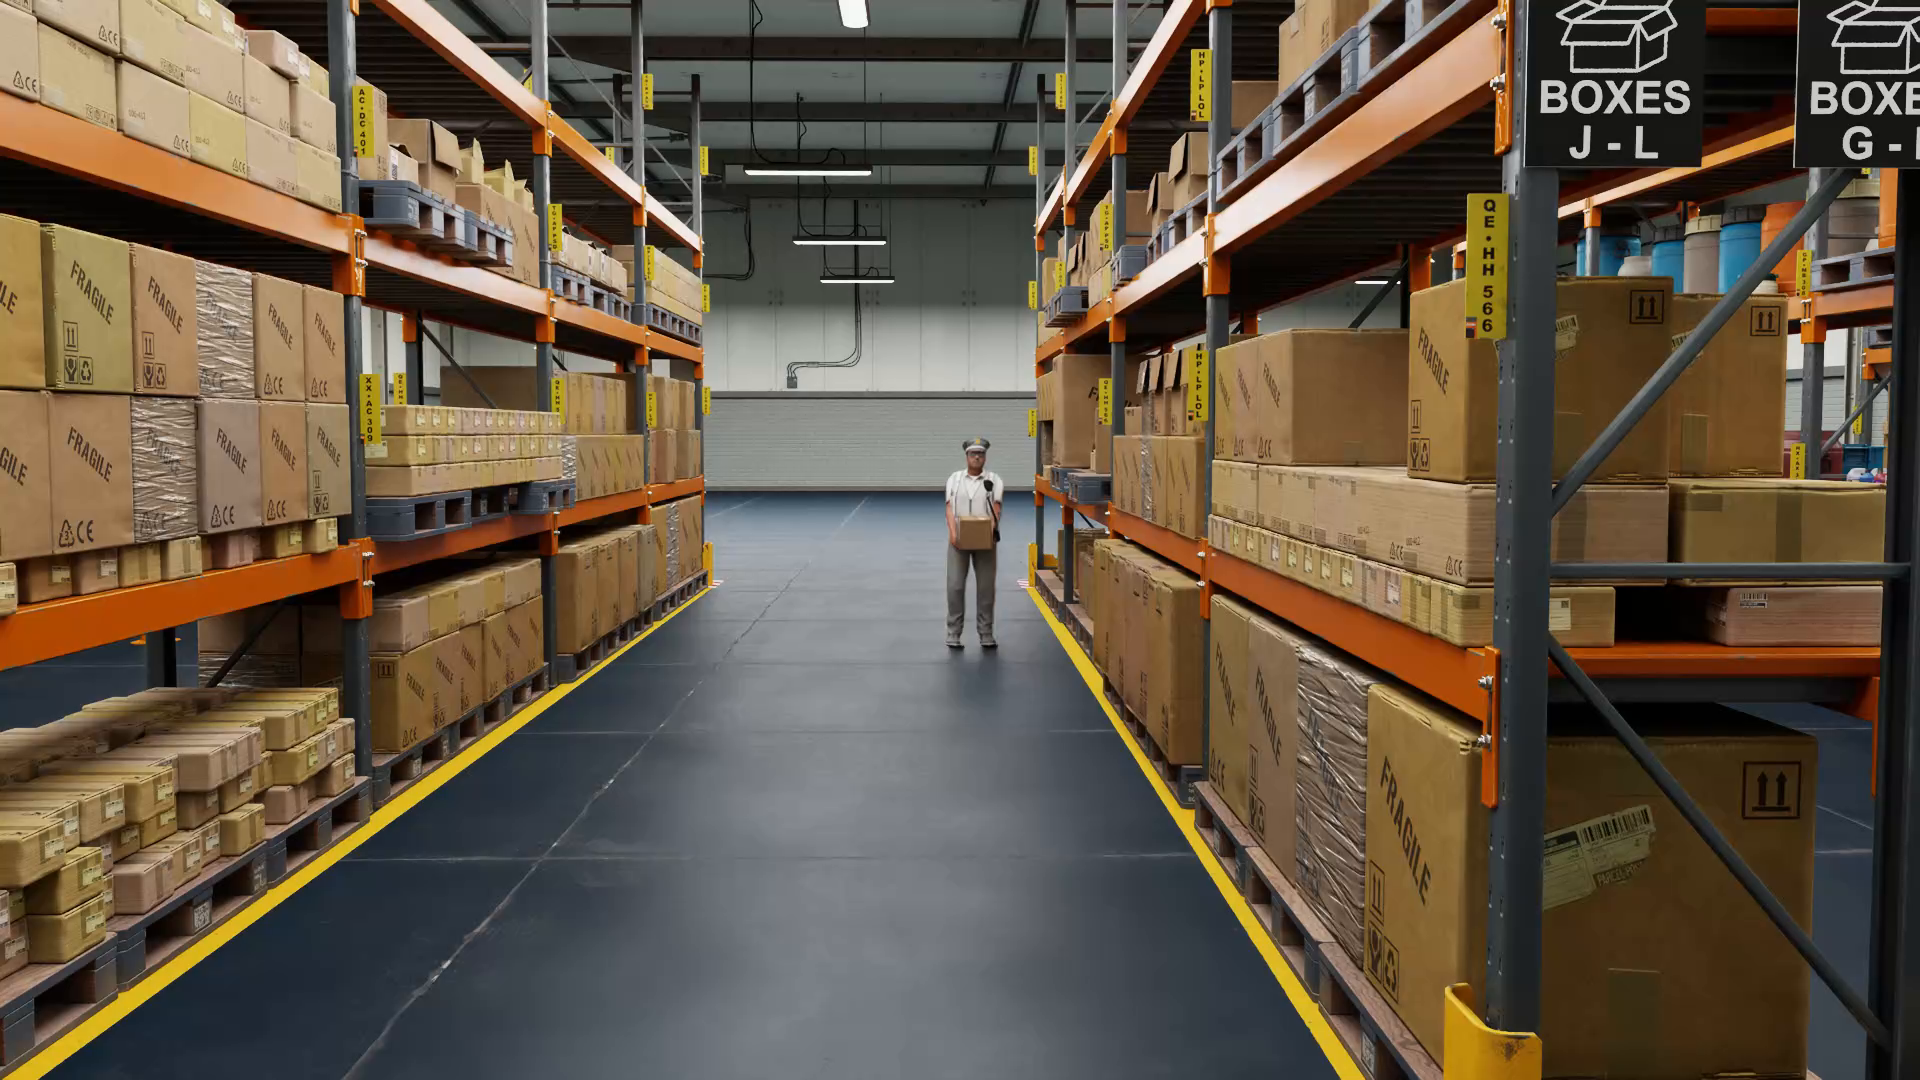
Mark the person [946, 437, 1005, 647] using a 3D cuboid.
[{"bbox_3d":[0.122,0.016,14.183,0.503,1.780,0.555,0,4,5],"label":"person"}]
